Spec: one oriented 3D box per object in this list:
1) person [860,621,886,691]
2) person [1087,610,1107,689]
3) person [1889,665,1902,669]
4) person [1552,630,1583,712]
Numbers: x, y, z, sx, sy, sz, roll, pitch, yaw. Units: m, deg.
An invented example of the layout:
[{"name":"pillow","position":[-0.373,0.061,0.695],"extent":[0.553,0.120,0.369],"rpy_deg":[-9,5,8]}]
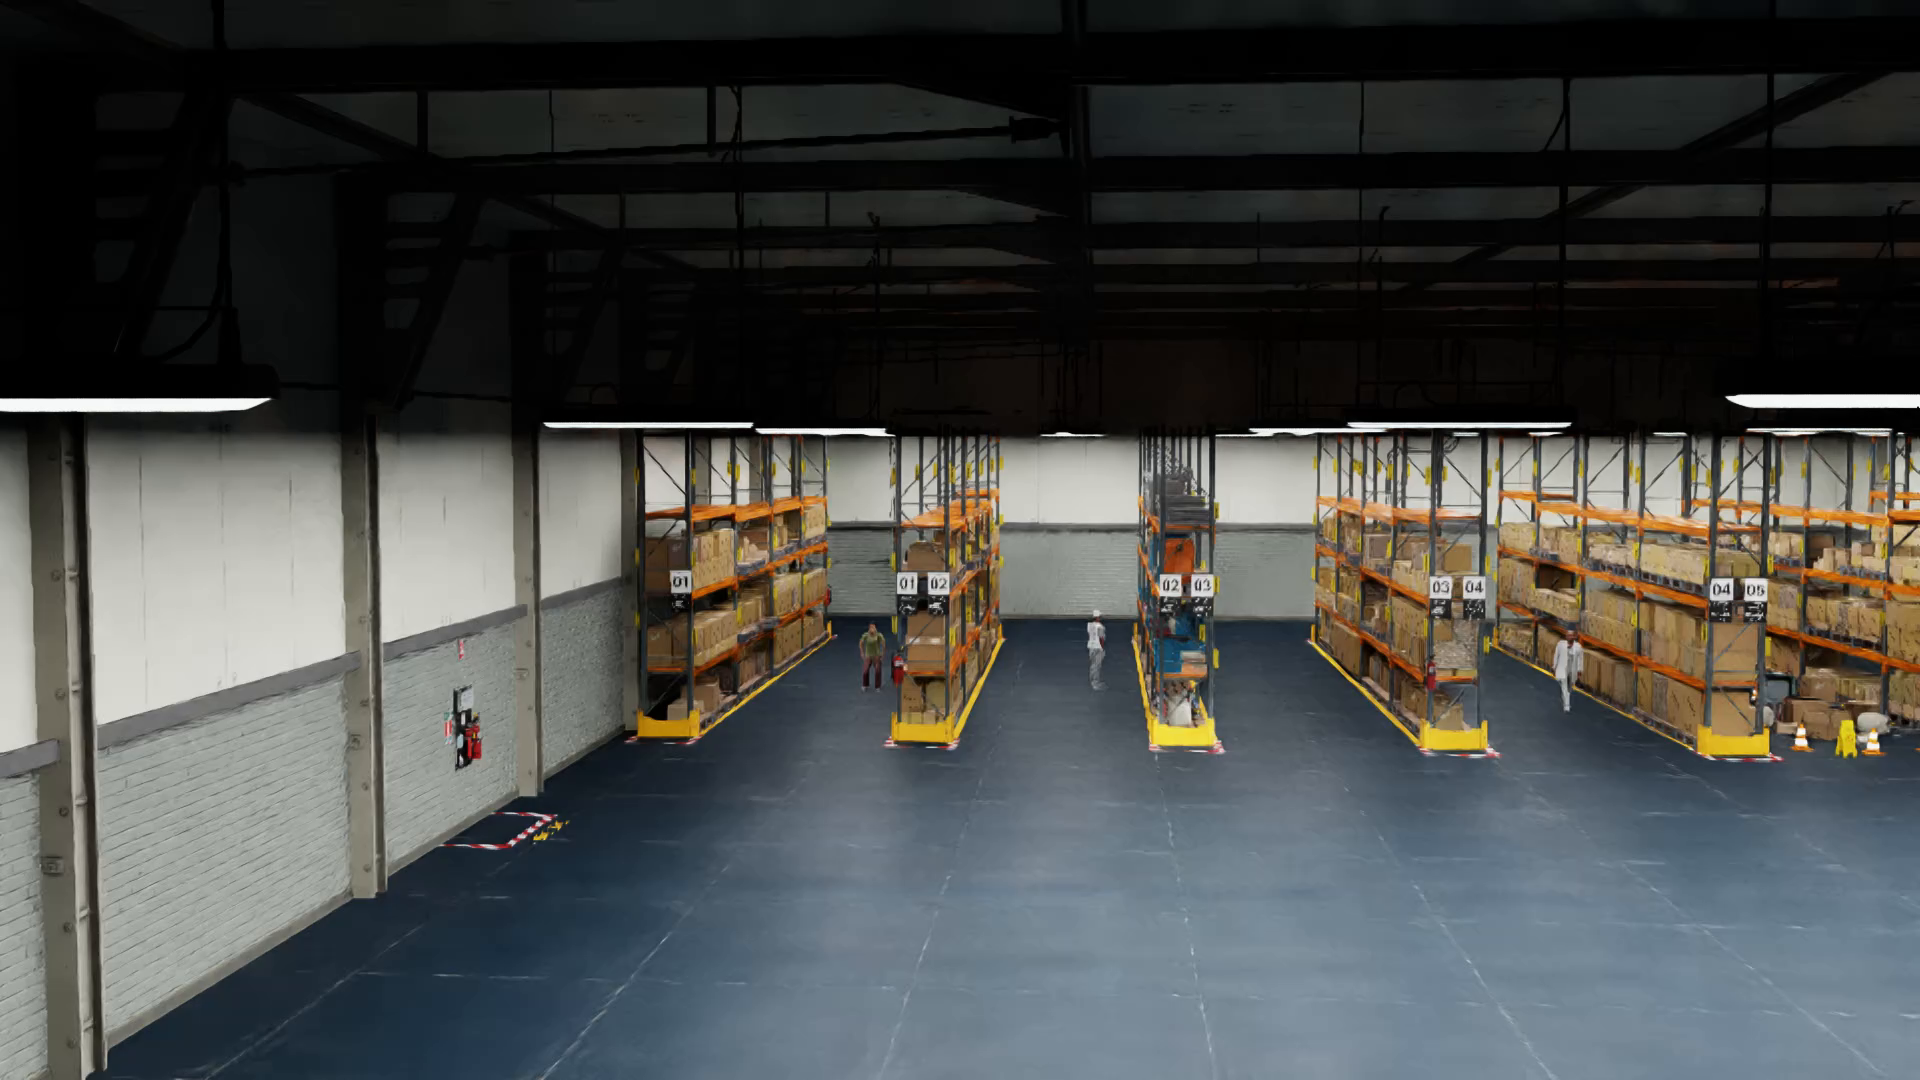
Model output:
[{"name":"person","position":[-1.980,2.629,37.659],"extent":[0.598,1.619,0.507],"rpy_deg":[0,3,3]},{"name":"person","position":[3.171,2.493,38.146],"extent":[0.456,1.786,0.620],"rpy_deg":[-2,4,-26]},{"name":"person","position":[23.392,2.365,41.509],"extent":[0.533,1.644,0.591],"rpy_deg":[1,4,21]},{"name":"person","position":[12.808,2.722,34.952],"extent":[0.583,1.697,1.175],"rpy_deg":[0,3,3]}]
